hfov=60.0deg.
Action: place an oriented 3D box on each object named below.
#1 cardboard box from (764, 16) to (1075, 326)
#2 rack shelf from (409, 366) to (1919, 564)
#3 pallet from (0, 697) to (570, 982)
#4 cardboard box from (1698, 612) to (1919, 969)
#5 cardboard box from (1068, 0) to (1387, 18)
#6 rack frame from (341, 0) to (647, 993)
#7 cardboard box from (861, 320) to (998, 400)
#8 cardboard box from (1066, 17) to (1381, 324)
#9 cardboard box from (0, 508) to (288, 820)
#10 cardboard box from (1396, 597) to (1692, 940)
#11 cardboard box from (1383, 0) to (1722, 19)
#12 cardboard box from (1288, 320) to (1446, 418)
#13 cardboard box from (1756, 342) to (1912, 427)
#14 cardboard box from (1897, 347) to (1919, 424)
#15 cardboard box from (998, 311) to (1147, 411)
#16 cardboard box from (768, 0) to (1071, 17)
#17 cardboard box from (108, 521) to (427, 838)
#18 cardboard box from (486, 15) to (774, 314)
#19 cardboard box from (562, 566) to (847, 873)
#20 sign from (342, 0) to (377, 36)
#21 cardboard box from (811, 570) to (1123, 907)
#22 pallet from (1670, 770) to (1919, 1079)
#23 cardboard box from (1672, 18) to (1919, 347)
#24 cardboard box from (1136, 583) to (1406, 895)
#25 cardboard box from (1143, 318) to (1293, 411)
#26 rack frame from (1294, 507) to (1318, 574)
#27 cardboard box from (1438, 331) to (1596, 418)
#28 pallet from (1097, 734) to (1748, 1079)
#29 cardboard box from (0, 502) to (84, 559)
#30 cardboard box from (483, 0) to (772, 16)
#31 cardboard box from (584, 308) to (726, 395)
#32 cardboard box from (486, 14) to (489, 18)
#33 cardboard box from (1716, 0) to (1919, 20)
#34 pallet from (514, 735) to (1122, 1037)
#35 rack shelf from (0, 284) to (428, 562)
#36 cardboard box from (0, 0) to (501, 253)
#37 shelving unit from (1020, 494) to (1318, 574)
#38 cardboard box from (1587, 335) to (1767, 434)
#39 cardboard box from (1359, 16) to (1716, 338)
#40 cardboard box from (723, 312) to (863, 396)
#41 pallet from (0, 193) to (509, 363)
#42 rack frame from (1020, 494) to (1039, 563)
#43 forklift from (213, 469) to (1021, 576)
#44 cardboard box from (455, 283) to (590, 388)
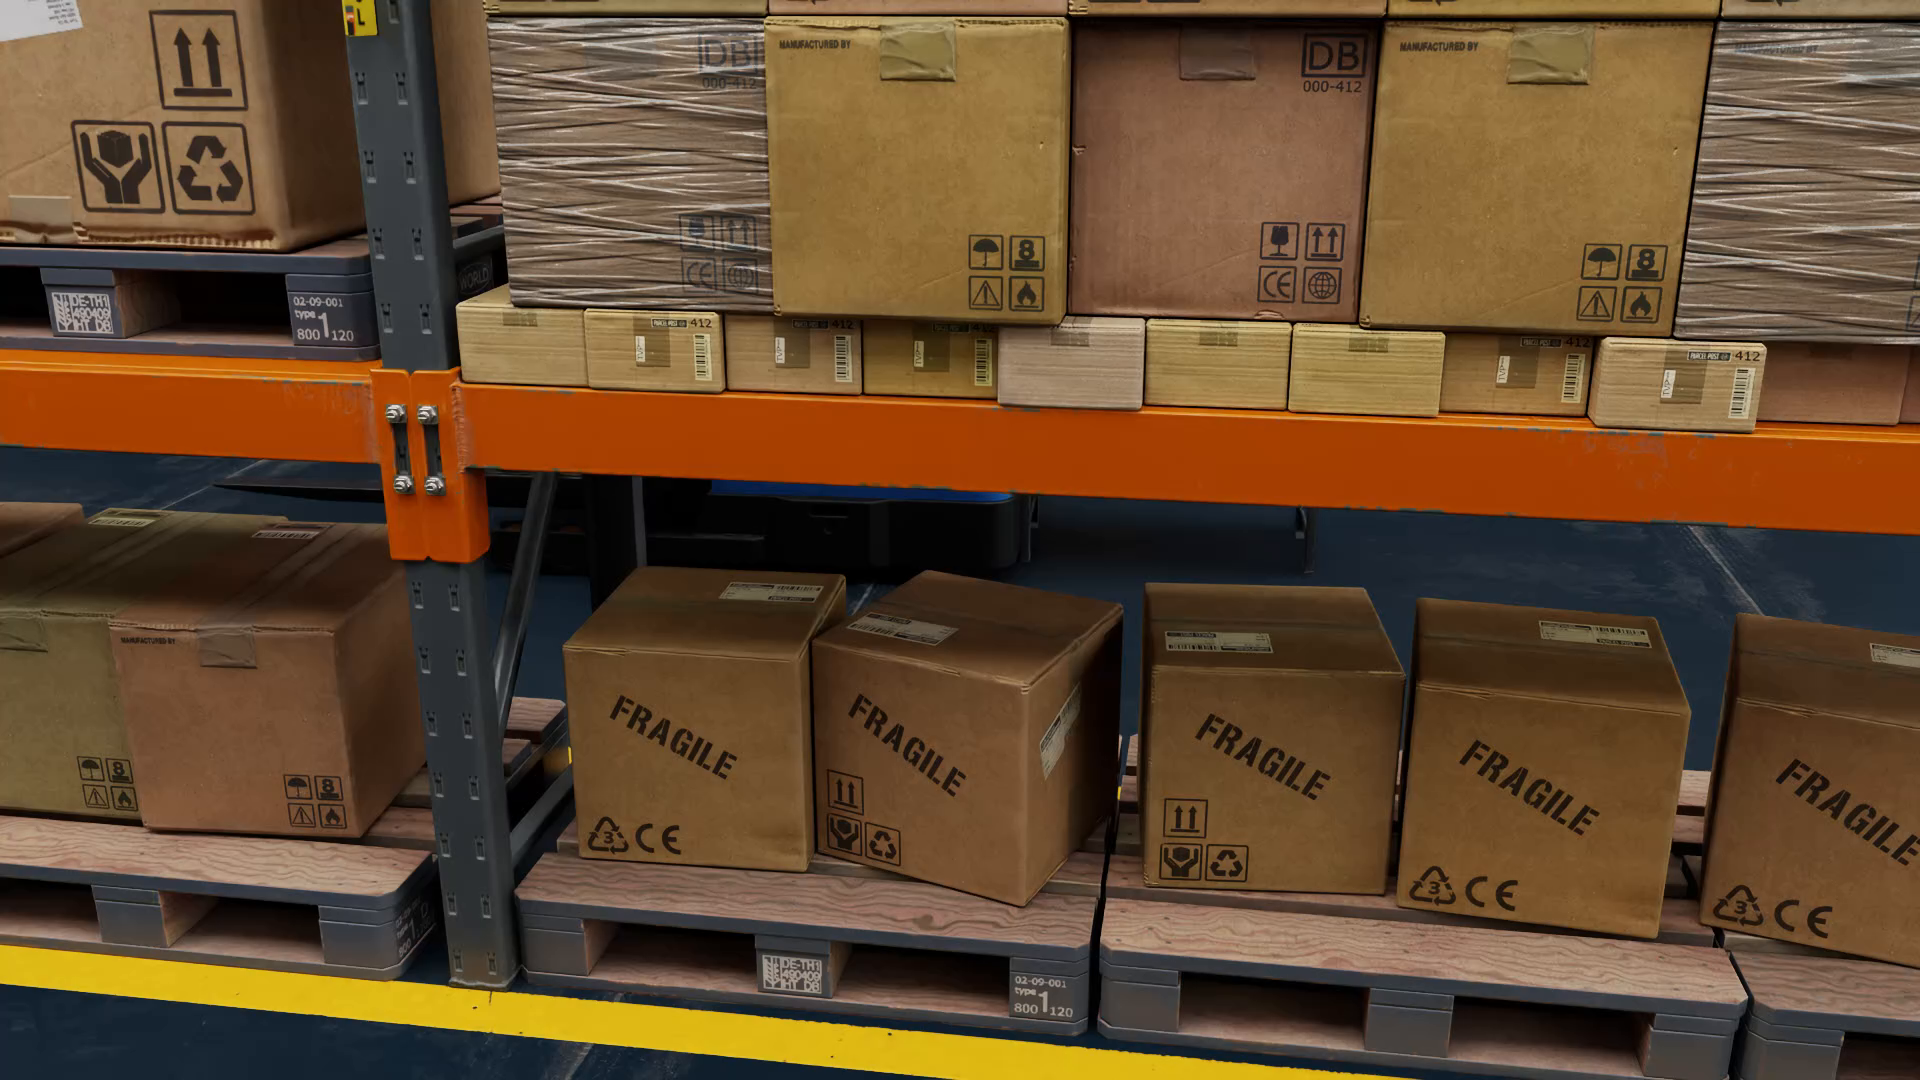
[{"bbox_3d":[-0.008,-0.746,3.179,0.500,0.500,0.875,3,19,9],"label":"cardboard box"},{"bbox_3d":[1.044,-0.194,3.289,4.000,0.370,1.077,3,19,9],"label":"rack shelf"},{"bbox_3d":[-1.700,0.648,4.034,1.213,0.211,1.003,3,19,9],"label":"pallet"},{"bbox_3d":[1.809,0.496,3.372,0.500,0.500,0.500,8,20,23],"label":"cardboard box"},{"bbox_3d":[0.460,-1.146,2.799,0.500,0.500,0.500,3,19,9],"label":"cardboard box"},{"bbox_3d":[-0.931,-0.636,3.476,0.127,3.000,1.000,3,19,9],"label":"rack frame"},{"bbox_3d":[-0.022,-0.381,3.112,0.250,0.149,0.380,3,19,9],"label":"cardboard box"},{"bbox_3d":[0.501,-0.753,3.198,0.500,0.500,0.875,3,19,9],"label":"cardboard box"},{"bbox_3d":[-2.002,0.273,4.005,0.500,0.500,0.700,3,19,8],"label":"cardboard box"},{"bbox_3d":[1.194,0.458,3.484,0.500,0.500,0.500,5,19,14],"label":"cardboard box"},{"bbox_3d":[0.956,-1.124,2.734,0.500,0.500,0.500,3,19,9],"label":"cardboard box"},{"bbox_3d":[0.717,-0.340,2.989,0.250,0.149,0.380,3,19,9],"label":"cardboard box"},{"bbox_3d":[1.467,-0.323,2.937,0.250,0.149,0.380,3,19,9],"label":"cardboard box"},{"bbox_3d":[1.718,-0.317,2.920,0.250,0.149,0.380,3,19,9],"label":"cardboard box"},{"bbox_3d":[0.218,-0.356,3.036,0.250,0.149,0.380,3,19,9],"label":"cardboard box"},{"bbox_3d":[-0.033,-1.172,2.875,0.500,0.500,0.500,3,19,9],"label":"cardboard box"},{"bbox_3d":[-1.534,0.303,3.915,0.500,0.500,0.700,1,19,4],"label":"cardboard box"},{"bbox_3d":[-0.497,-0.782,3.287,0.500,0.500,0.875,3,19,9],"label":"cardboard box"},{"bbox_3d":[-0.542,0.383,3.709,0.500,0.500,0.500,2,19,7],"label":"cardboard box"},{"bbox_3d":[-1.016,-1.011,2.772,0.005,0.325,0.100,3,19,9],"label":"sign"},{"bbox_3d":[0.024,0.410,3.629,0.500,0.500,0.500,9,21,26],"label":"cardboard box"},{"bbox_3d":[2.147,0.832,3.484,1.213,0.211,1.003,3,19,9],"label":"pallet"},{"bbox_3d":[1.480,-0.686,2.998,0.500,0.500,0.875,3,19,9],"label":"cardboard box"},{"bbox_3d":[0.650,0.416,3.610,0.500,0.500,0.500,1,19,4],"label":"cardboard box"},{"bbox_3d":[0.472,-0.356,3.037,0.250,0.149,0.380,3,19,9],"label":"cardboard box"},{"bbox_3d":[1.274,-0.668,5.936,0.032,1.500,0.500,2,19,6],"label":"rack frame"},{"bbox_3d":[0.971,-0.342,2.994,0.250,0.149,0.380,3,19,9],"label":"cardboard box"},{"bbox_3d":[0.946,0.770,3.669,1.213,0.211,1.003,3,19,9],"label":"pallet"},{"bbox_3d":[-2.554,0.245,4.089,0.500,0.500,0.700,1,19,4],"label":"cardboard box"},{"bbox_3d":[-0.527,-1.196,2.949,0.500,0.500,0.500,3,19,9],"label":"cardboard box"},{"bbox_3d":[-0.522,-0.395,3.152,0.250,0.149,0.380,3,19,9],"label":"cardboard box"},{"bbox_3d":[-2.041,-2.806,8.229,0.500,0.500,0.700,3,19,8],"label":"cardboard box"},{"bbox_3d":[1.448,-1.097,2.651,0.500,0.500,0.500,3,19,9],"label":"cardboard box"},{"bbox_3d":[-0.262,0.709,3.851,1.213,0.211,1.003,3,19,9],"label":"pallet"},{"bbox_3d":[-2.906,-0.395,3.891,4.000,0.370,1.077,3,19,9],"label":"rack shelf"},{"bbox_3d":[-1.693,-1.203,3.565,1.000,1.000,1.000,3,19,9],"label":"cardboard box"},{"bbox_3d":[0.769,-0.687,5.991,1.048,1.500,0.538,2,19,6],"label":"shelving unit"},{"bbox_3d":[1.206,-0.308,2.891,0.250,0.149,0.380,3,19,9],"label":"cardboard box"},{"bbox_3d":[0.988,-0.714,3.085,0.500,0.500,0.875,3,19,9],"label":"cardboard box"},{"bbox_3d":[-0.271,-0.391,3.141,0.250,0.149,0.380,3,19,9],"label":"cardboard box"},{"bbox_3d":[-1.663,-0.629,3.758,1.213,0.211,1.003,3,19,9],"label":"pallet"},{"bbox_3d":[0.264,-0.705,6.047,0.032,1.500,0.500,2,19,6],"label":"rack frame"},{"bbox_3d":[-1.258,-1.436,5.977,3.031,2.935,1.130,2,19,6],"label":"forklift"},{"bbox_3d":[-0.767,-0.412,3.202,0.250,0.149,0.380,3,19,9],"label":"cardboard box"}]
